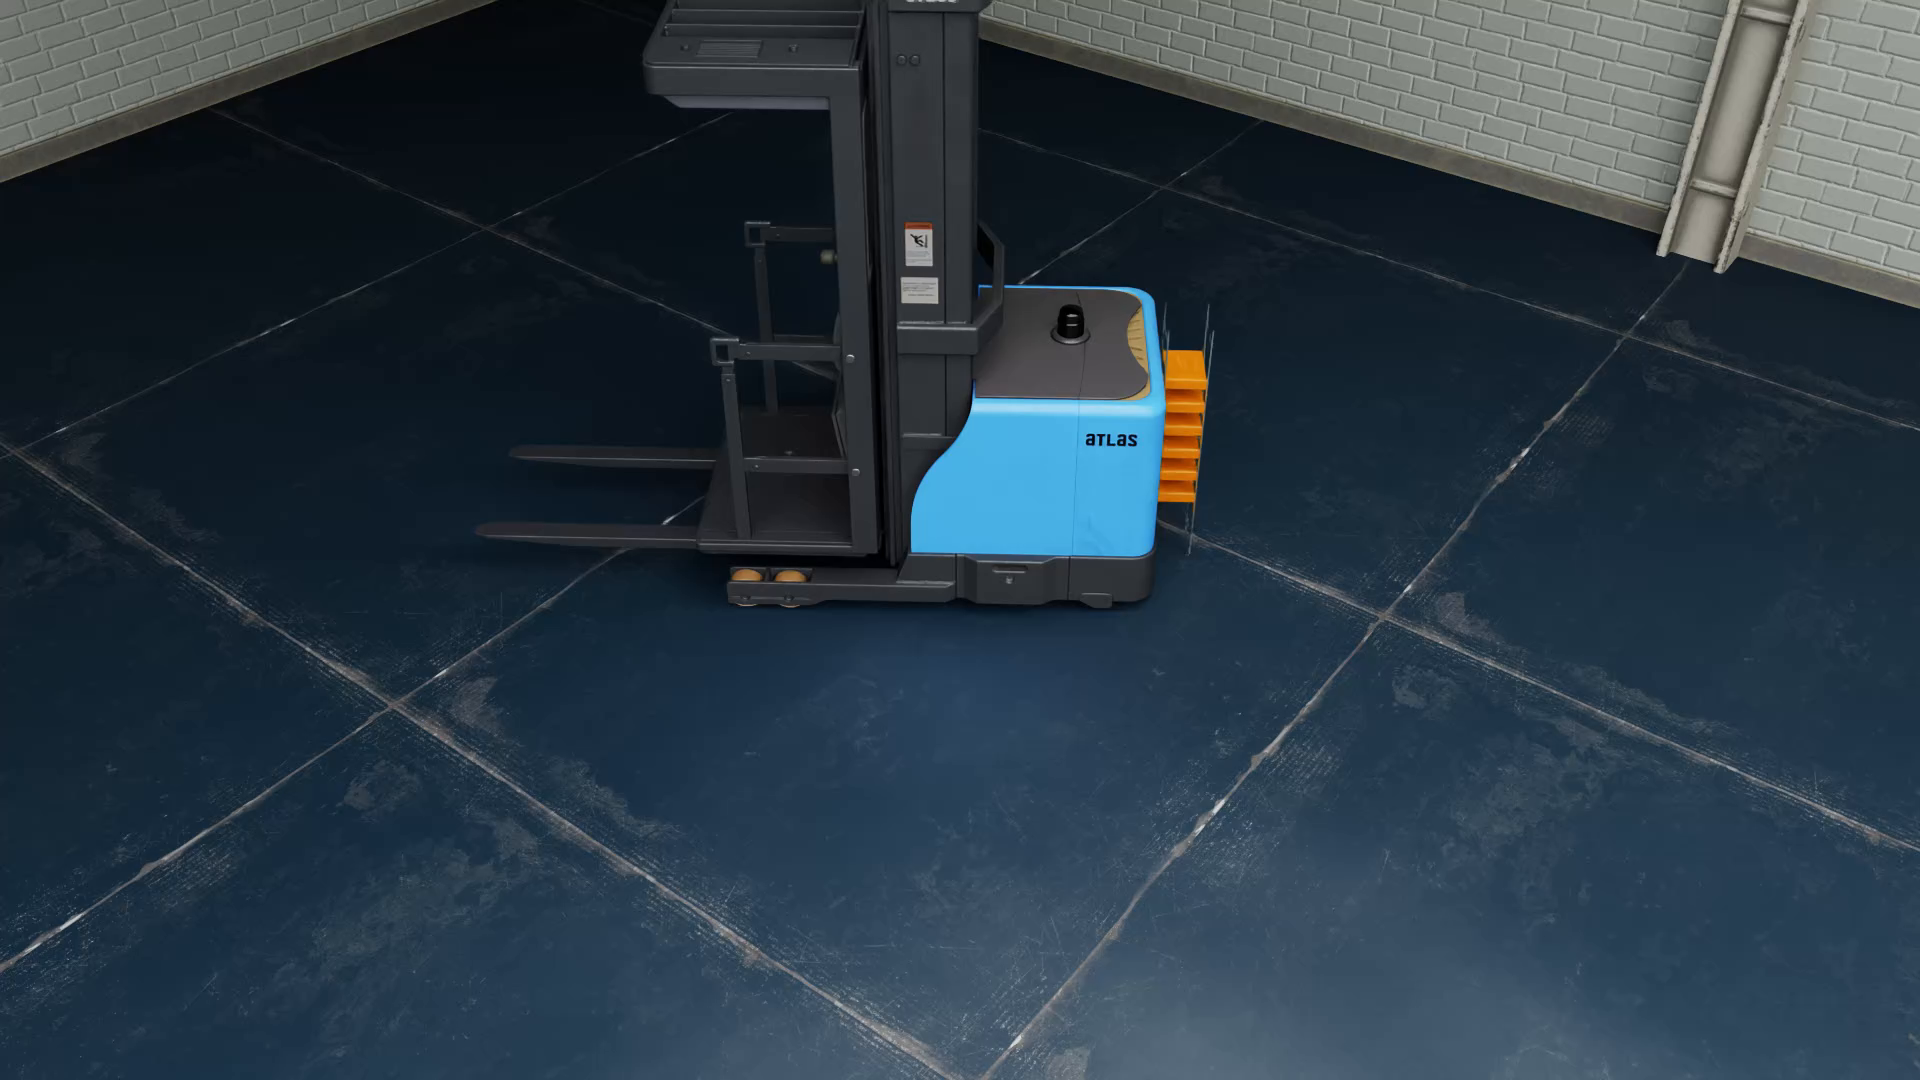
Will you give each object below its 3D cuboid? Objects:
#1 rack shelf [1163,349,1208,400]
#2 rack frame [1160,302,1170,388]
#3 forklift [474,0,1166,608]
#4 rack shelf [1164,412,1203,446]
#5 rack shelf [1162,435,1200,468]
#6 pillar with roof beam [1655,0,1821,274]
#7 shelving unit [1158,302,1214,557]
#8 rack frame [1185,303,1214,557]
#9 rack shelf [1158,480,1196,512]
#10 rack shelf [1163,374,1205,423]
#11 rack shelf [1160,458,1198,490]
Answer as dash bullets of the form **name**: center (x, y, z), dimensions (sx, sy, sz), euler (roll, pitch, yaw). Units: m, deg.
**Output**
- **rack shelf**: center (0.966, -0.717, 7.181), dimensions (0.180, 0.103, 0.258), euler (1, 38, 2)
- **rack frame**: center (0.874, -0.471, 7.378), dimensions (0.006, 1.200, 0.240), euler (1, 38, 2)
- **forklift**: center (-0.646, -1.180, 6.879), dimensions (3.031, 2.935, 1.130), euler (1, 38, 2)
- **rack shelf**: center (0.966, -0.528, 7.329), dimensions (0.180, 0.103, 0.258), euler (1, 38, 2)
- **rack shelf**: center (0.966, -0.434, 7.403), dimensions (0.180, 0.103, 0.258), euler (1, 38, 2)
- **pillar with roof beam**: center (1.787, -3.143, 4.465), dimensions (0.400, 9.000, 9.100), euler (25, 45, 29)
- **shelving unit**: center (0.966, -0.469, 7.375), dimensions (0.189, 1.200, 0.258), euler (1, 38, 2)
- **rack frame**: center (1.057, -0.467, 7.373), dimensions (0.006, 1.200, 0.240), euler (1, 38, 2)
- **rack shelf**: center (0.966, -0.245, 7.551), dimensions (0.180, 0.103, 0.258), euler (1, 38, 2)
- **rack shelf**: center (0.966, -0.623, 7.255), dimensions (0.180, 0.103, 0.258), euler (1, 38, 2)
- **rack shelf**: center (0.966, -0.339, 7.477), dimensions (0.180, 0.103, 0.258), euler (1, 38, 2)
